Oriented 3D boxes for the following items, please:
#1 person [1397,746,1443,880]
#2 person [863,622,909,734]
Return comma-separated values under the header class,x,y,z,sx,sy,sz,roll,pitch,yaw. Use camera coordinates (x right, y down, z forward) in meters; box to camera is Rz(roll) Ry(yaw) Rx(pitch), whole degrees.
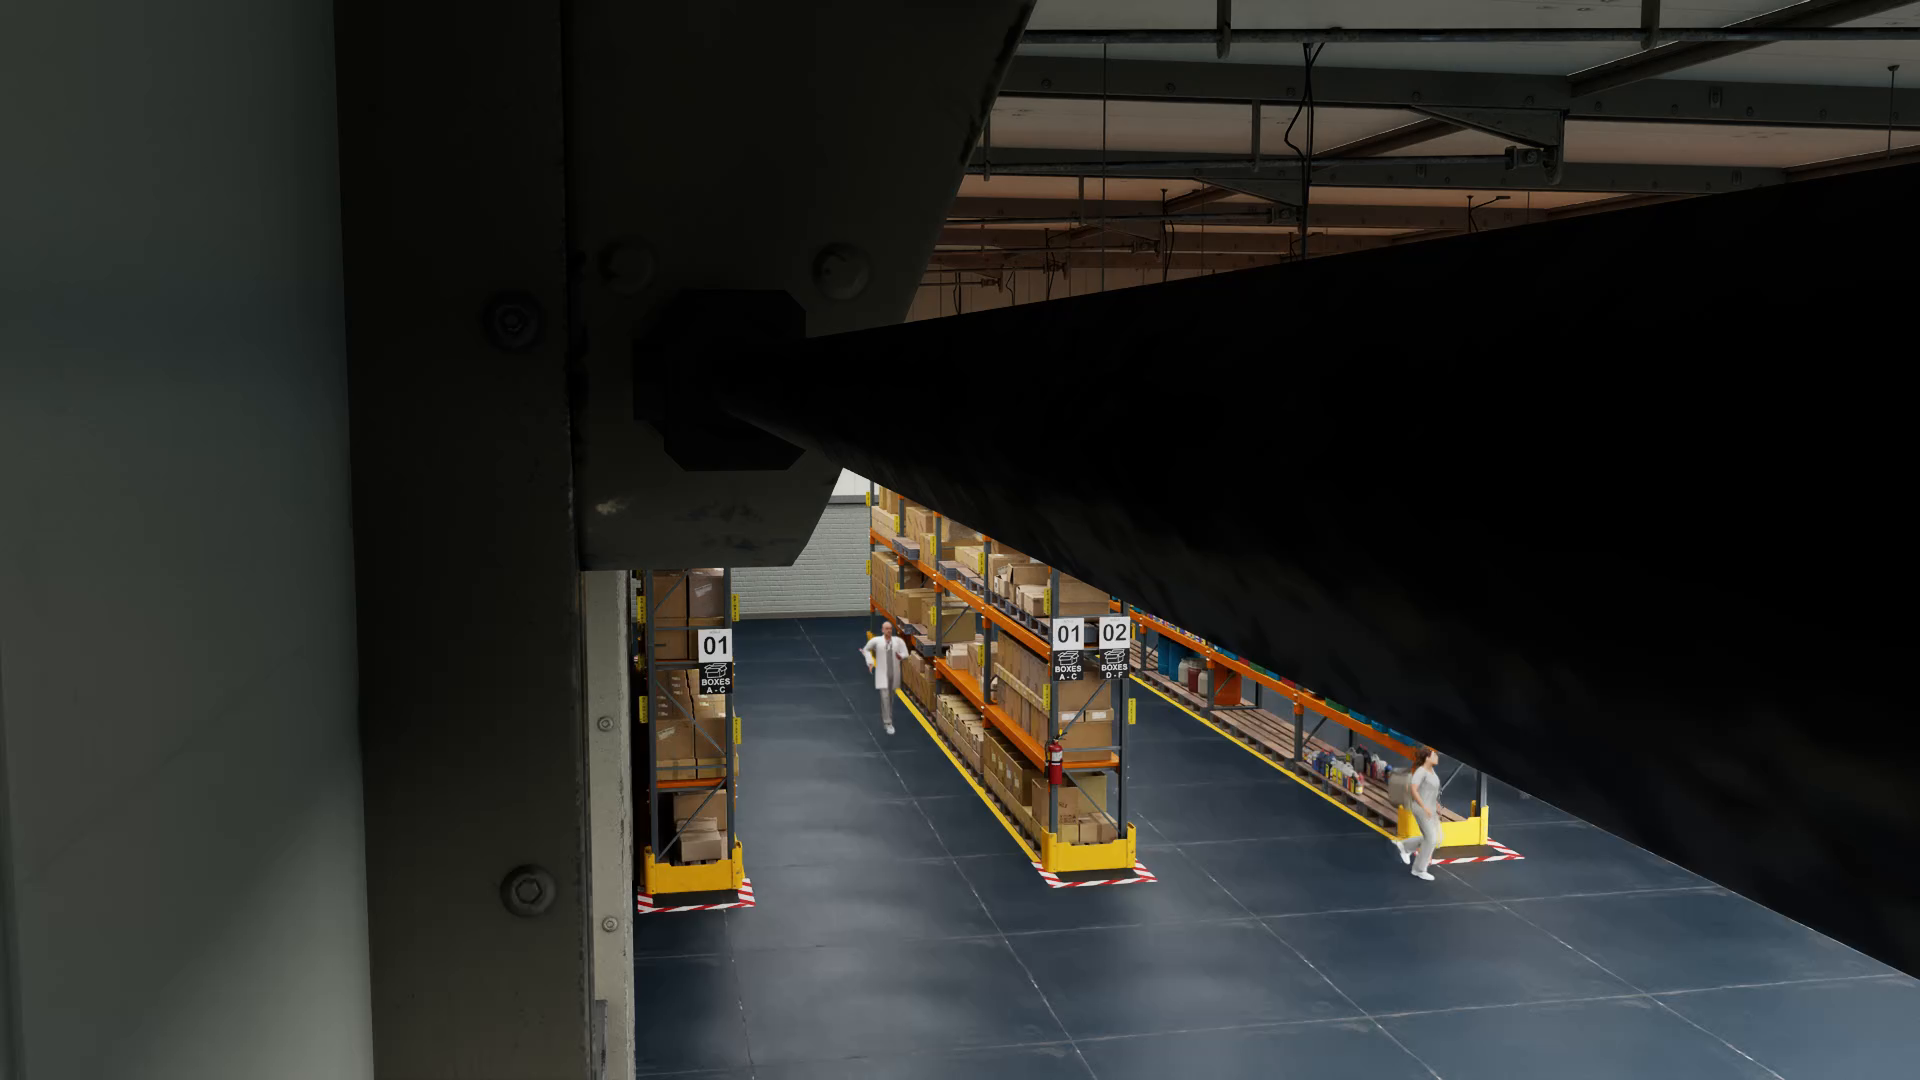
class,x,y,z,sx,sy,sz,roll,pitch,yaw
person,5.771,3.377,20.787,0.562,1.623,0.595,4,7,37
person,-1.190,2.260,27.555,0.695,1.820,0.974,-2,6,-20
